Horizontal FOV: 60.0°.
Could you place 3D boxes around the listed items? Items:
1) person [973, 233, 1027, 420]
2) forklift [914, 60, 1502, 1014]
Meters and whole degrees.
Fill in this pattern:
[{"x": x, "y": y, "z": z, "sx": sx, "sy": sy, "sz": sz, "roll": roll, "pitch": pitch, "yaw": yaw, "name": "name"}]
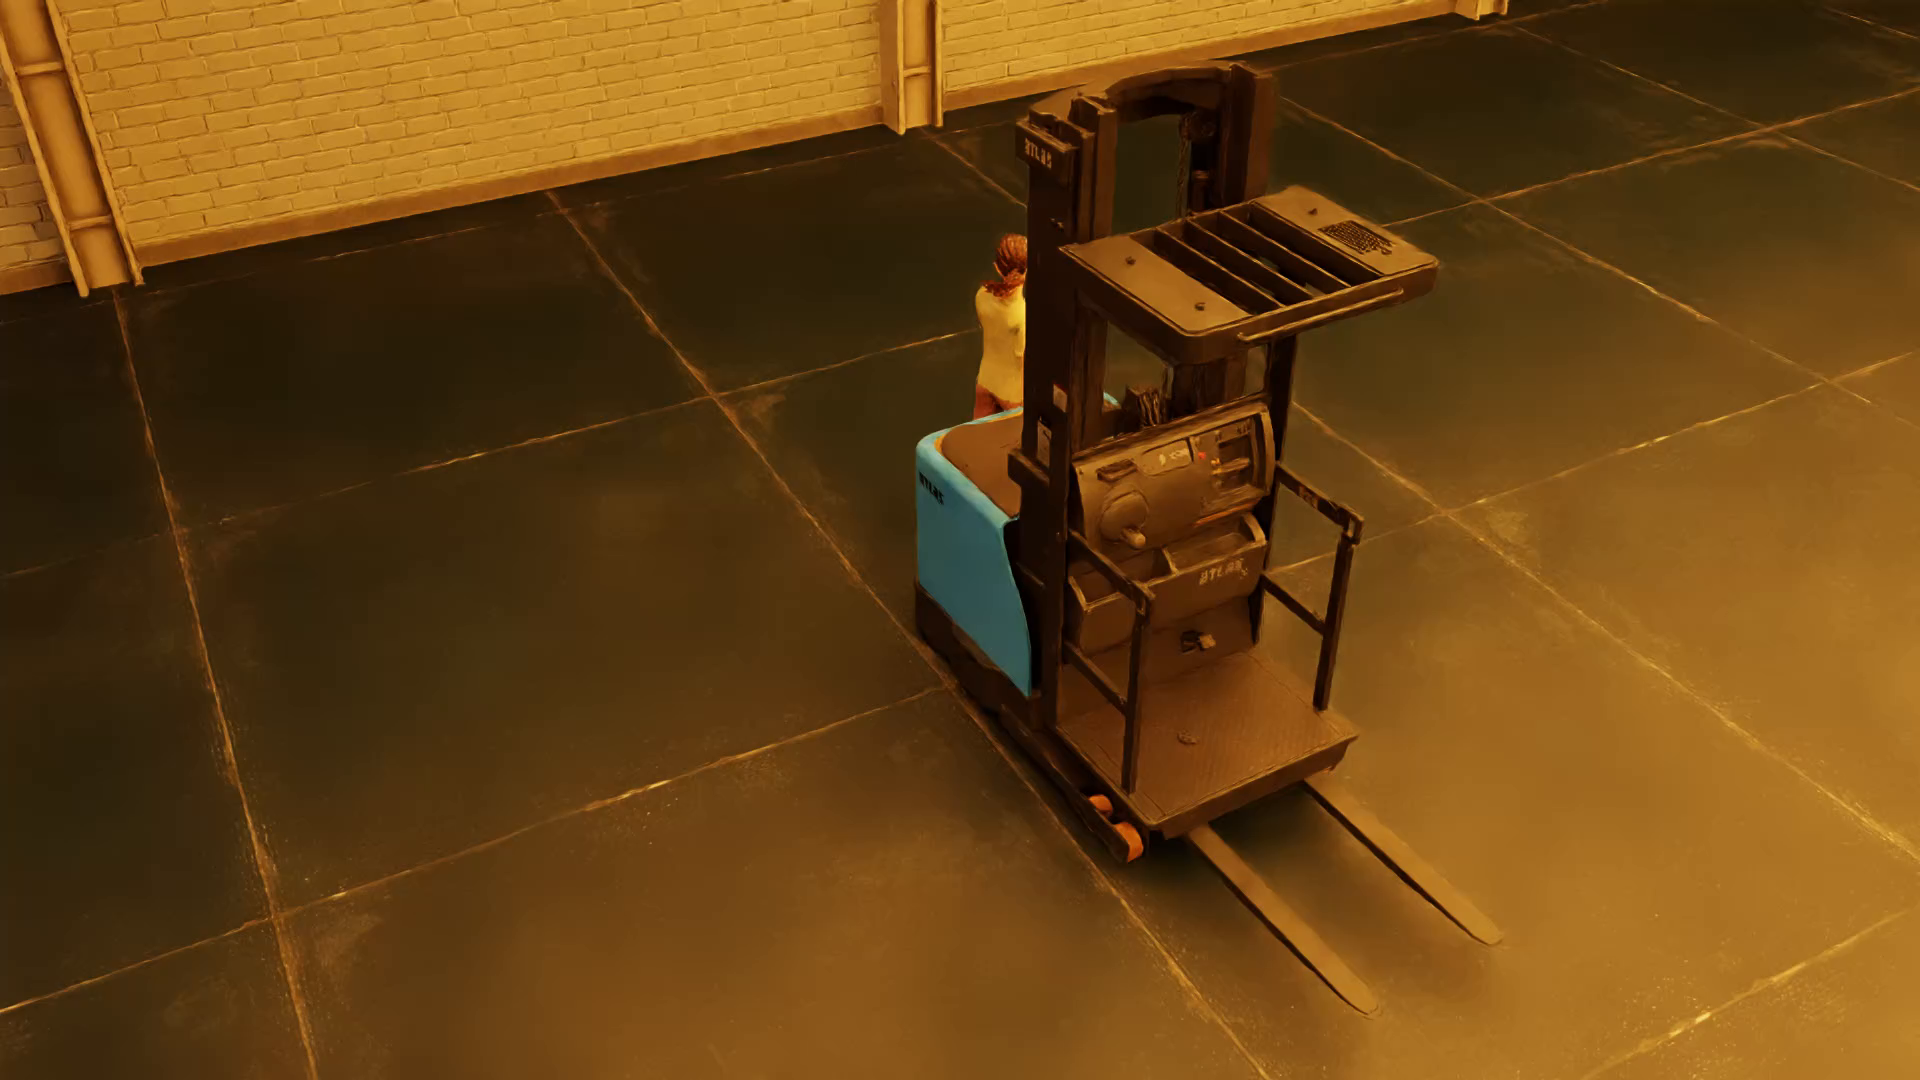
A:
[{"x": 0.350, "y": -0.784, "z": 8.375, "sx": 0.890, "sy": 1.622, "sz": 0.603, "roll": -28, "pitch": 44, "yaw": -33, "name": "person"}, {"x": 0.962, "y": -0.187, "z": 6.387, "sx": 1.130, "sy": 2.935, "sz": 3.031, "roll": -19, "pitch": 39, "yaw": -24, "name": "forklift"}]
